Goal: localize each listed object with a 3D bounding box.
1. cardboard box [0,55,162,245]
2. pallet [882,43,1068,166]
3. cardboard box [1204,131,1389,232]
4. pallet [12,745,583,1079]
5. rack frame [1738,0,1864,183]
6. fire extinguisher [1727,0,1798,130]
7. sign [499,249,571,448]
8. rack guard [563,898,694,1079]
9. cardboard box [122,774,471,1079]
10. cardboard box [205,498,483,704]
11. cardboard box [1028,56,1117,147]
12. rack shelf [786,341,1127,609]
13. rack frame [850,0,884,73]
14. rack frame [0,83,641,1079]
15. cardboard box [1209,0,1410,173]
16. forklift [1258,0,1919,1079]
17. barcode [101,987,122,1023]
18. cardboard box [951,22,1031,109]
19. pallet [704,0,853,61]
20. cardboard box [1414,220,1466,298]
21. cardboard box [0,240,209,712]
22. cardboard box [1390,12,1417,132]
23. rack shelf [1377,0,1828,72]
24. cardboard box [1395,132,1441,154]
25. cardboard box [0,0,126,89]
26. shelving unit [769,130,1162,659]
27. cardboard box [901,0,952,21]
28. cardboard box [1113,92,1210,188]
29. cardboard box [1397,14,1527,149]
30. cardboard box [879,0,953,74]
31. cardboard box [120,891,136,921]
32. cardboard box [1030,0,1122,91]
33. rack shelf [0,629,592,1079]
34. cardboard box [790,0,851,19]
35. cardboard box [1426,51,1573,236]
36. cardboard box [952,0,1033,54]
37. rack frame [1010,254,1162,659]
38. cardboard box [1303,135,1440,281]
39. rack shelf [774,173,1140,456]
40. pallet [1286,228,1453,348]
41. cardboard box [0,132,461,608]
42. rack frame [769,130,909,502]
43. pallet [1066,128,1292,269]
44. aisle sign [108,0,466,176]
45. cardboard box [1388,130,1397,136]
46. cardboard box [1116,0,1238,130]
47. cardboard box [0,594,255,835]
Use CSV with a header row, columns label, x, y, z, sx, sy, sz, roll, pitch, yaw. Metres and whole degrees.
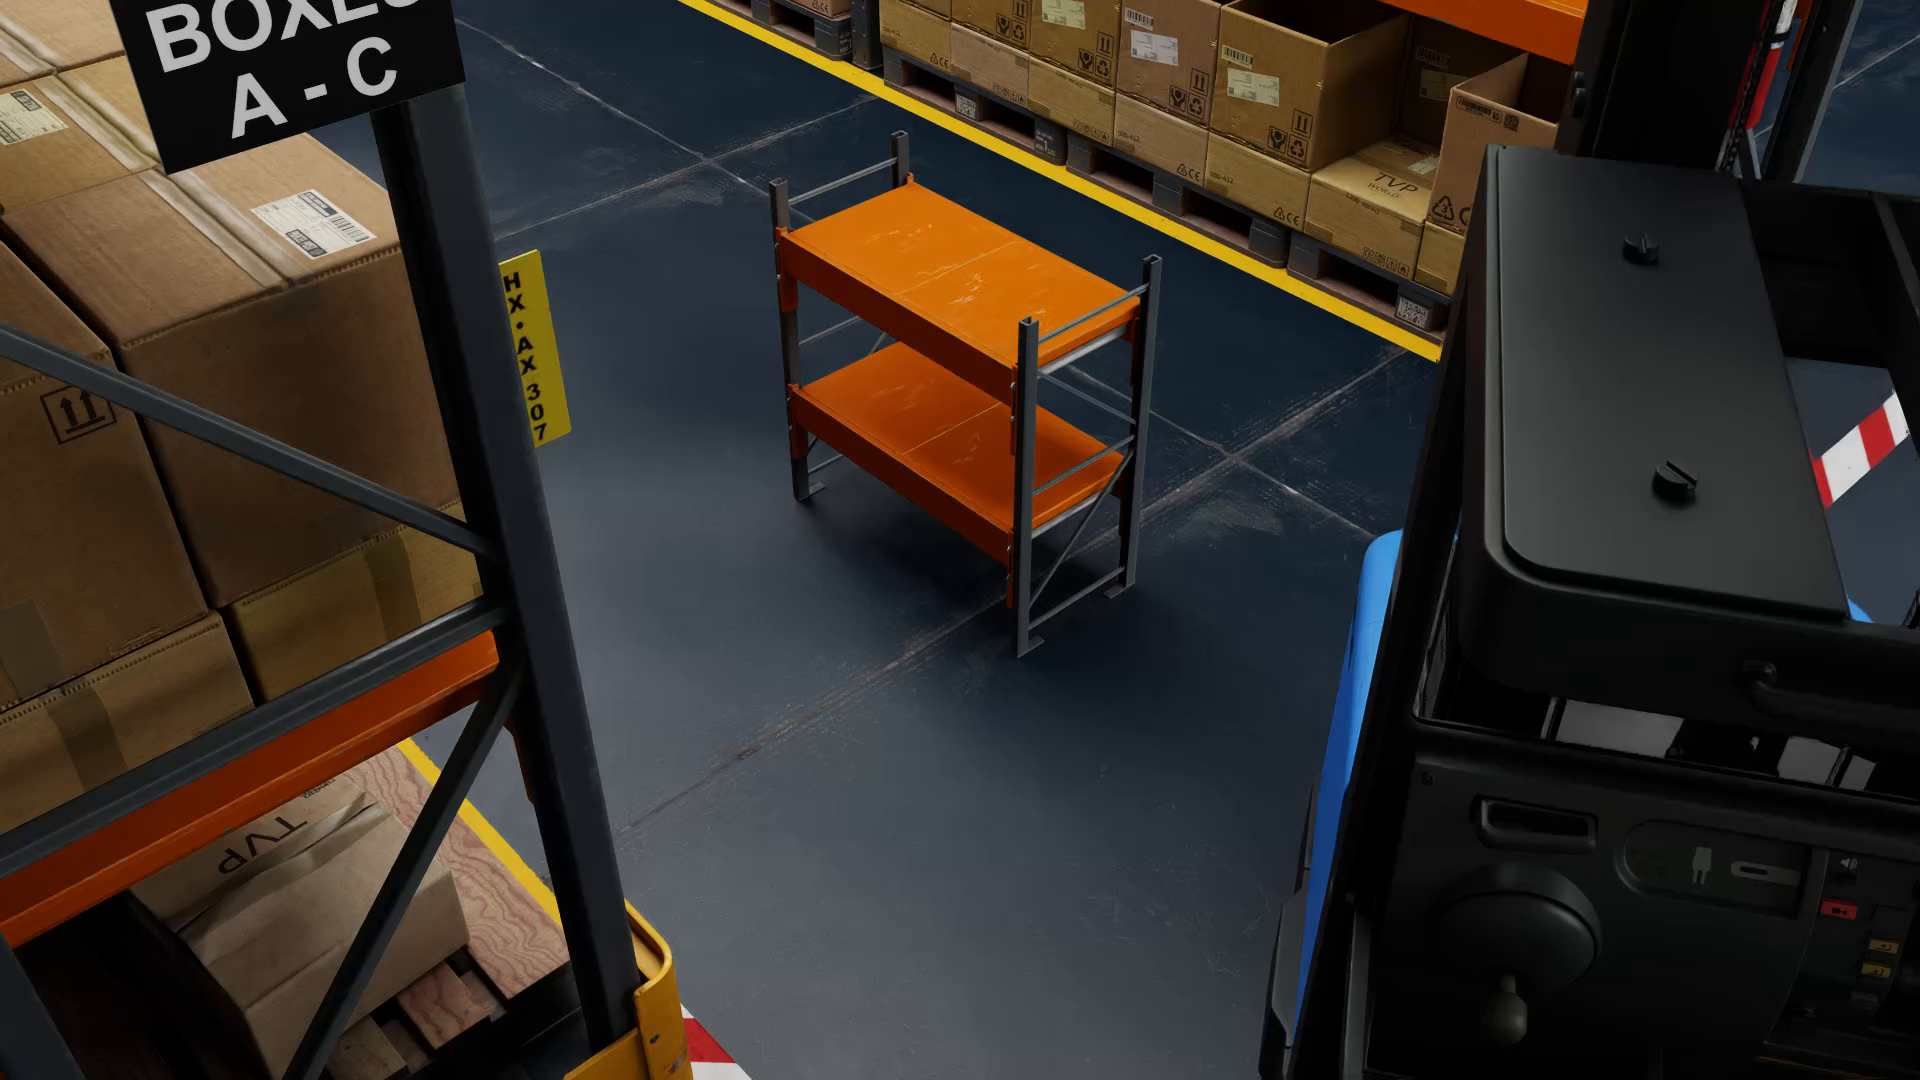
label,x,y,z,sx,sy,sz,roll,pitch,yaw
cardboard box,-1.484,-0.535,3.032,0.500,0.500,0.500,-30,48,-32
pallet,0.392,-2.200,7.805,1.003,0.211,1.213,-30,48,-32
cardboard box,1.324,-1.492,6.564,0.500,0.250,0.500,-30,48,-32
pallet,-1.631,0.947,3.910,1.003,0.211,1.213,-30,48,-32
rack frame,2.590,-1.819,5.115,1.000,3.000,0.127,-30,48,-32
fire extinguisher,2.328,-1.537,4.827,0.296,0.674,0.183,-30,48,-32
sign,-0.656,-0.280,2.520,0.100,0.325,0.005,-30,48,-32
rack guard,-1.107,1.225,3.335,1.175,0.500,0.348,-30,48,-32
cardboard box,-1.458,0.804,3.657,0.500,0.311,0.500,29,47,31
cardboard box,-1.152,-0.022,2.994,0.500,0.250,0.500,-31,48,-33
cardboard box,0.644,-1.953,7.135,0.500,0.250,0.500,-30,48,-32
rack shelf,-0.005,-0.251,5.054,0.538,0.278,1.000,-30,48,-32
rack frame,-0.115,-3.670,7.407,1.000,3.000,0.127,-30,48,-32
rack frame,-1.056,0.288,2.506,1.000,3.000,0.127,-30,48,-32
cardboard box,1.321,-1.783,6.327,0.500,0.500,0.500,-30,48,-32
forklift,1.032,0.627,2.140,1.130,2.935,3.031,9,40,11
barcode,-1.765,0.962,3.454,0.001,0.075,0.075,-30,48,-32
cardboard box,0.310,-2.187,7.424,0.500,0.250,0.500,-30,48,-32
pallet,-0.642,-2.910,8.685,1.003,0.211,1.213,-30,48,-32
cardboard box,2.010,-1.035,5.999,0.500,0.250,0.500,-30,48,-32
cardboard box,-1.531,-0.081,2.470,0.500,0.500,0.500,-31,48,-32
cardboard box,1.704,-2.004,6.601,0.500,0.500,0.500,-30,48,-32
rack shelf,1.238,-2.465,6.487,1.077,0.370,4.000,-30,48,-32
cardboard box,2.051,-1.485,6.556,0.500,0.250,0.500,-30,48,-32
cardboard box,-1.829,-0.777,3.331,0.500,0.500,0.500,-32,49,-33
shelving unit,-0.005,-0.441,4.900,0.538,1.125,1.048,-30,48,-32
cardboard box,-0.032,-2.708,7.473,0.500,0.500,0.500,-30,48,-32
cardboard box,0.987,-1.724,6.852,0.500,0.250,0.500,-30,48,-32
cardboard box,2.052,-1.778,6.321,0.500,0.500,0.500,-30,48,-32
cardboard box,-0.025,-2.420,7.714,0.500,0.250,0.500,-30,48,-32
cardboard box,-1.843,0.540,3.983,0.500,0.311,0.500,-26,46,-28
cardboard box,0.644,-2.245,6.900,0.500,0.500,0.500,-30,48,-32
rack shelf,-2.409,-0.358,3.878,1.077,0.370,4.000,-30,48,-32
cardboard box,-0.609,-2.833,8.224,0.500,0.250,0.500,-30,48,-32
cardboard box,2.008,-1.326,5.762,0.500,0.500,0.500,-30,48,-32
cardboard box,0.312,-2.480,7.190,0.500,0.500,0.500,-30,48,-32
rack frame,0.339,-0.205,4.609,0.500,1.125,0.032,-30,48,-32
cardboard box,1.663,-1.262,6.279,0.500,0.250,0.500,-30,48,-32
rack shelf,-0.005,-0.668,4.717,0.538,0.278,1.000,-30,48,-32
pallet,2.042,-1.070,6.407,1.003,0.211,1.213,-30,48,-32
cardboard box,-1.157,-0.302,2.743,0.500,0.500,0.500,-30,48,-32
rack frame,-0.348,-0.676,5.192,0.500,1.125,0.032,-30,48,-32
pallet,1.221,-1.635,7.106,1.003,0.211,1.213,-30,48,-32
aisle sign,-0.786,-0.818,1.806,0.394,0.787,0.004,-30,48,-32
cardboard box,1.713,-1.717,6.842,0.500,0.250,0.500,-30,48,-32
cardboard box,0.984,-2.015,6.614,0.500,0.500,0.500,-30,48,-32
cardboard box,-1.515,0.205,2.713,0.500,0.250,0.500,-29,47,-31
